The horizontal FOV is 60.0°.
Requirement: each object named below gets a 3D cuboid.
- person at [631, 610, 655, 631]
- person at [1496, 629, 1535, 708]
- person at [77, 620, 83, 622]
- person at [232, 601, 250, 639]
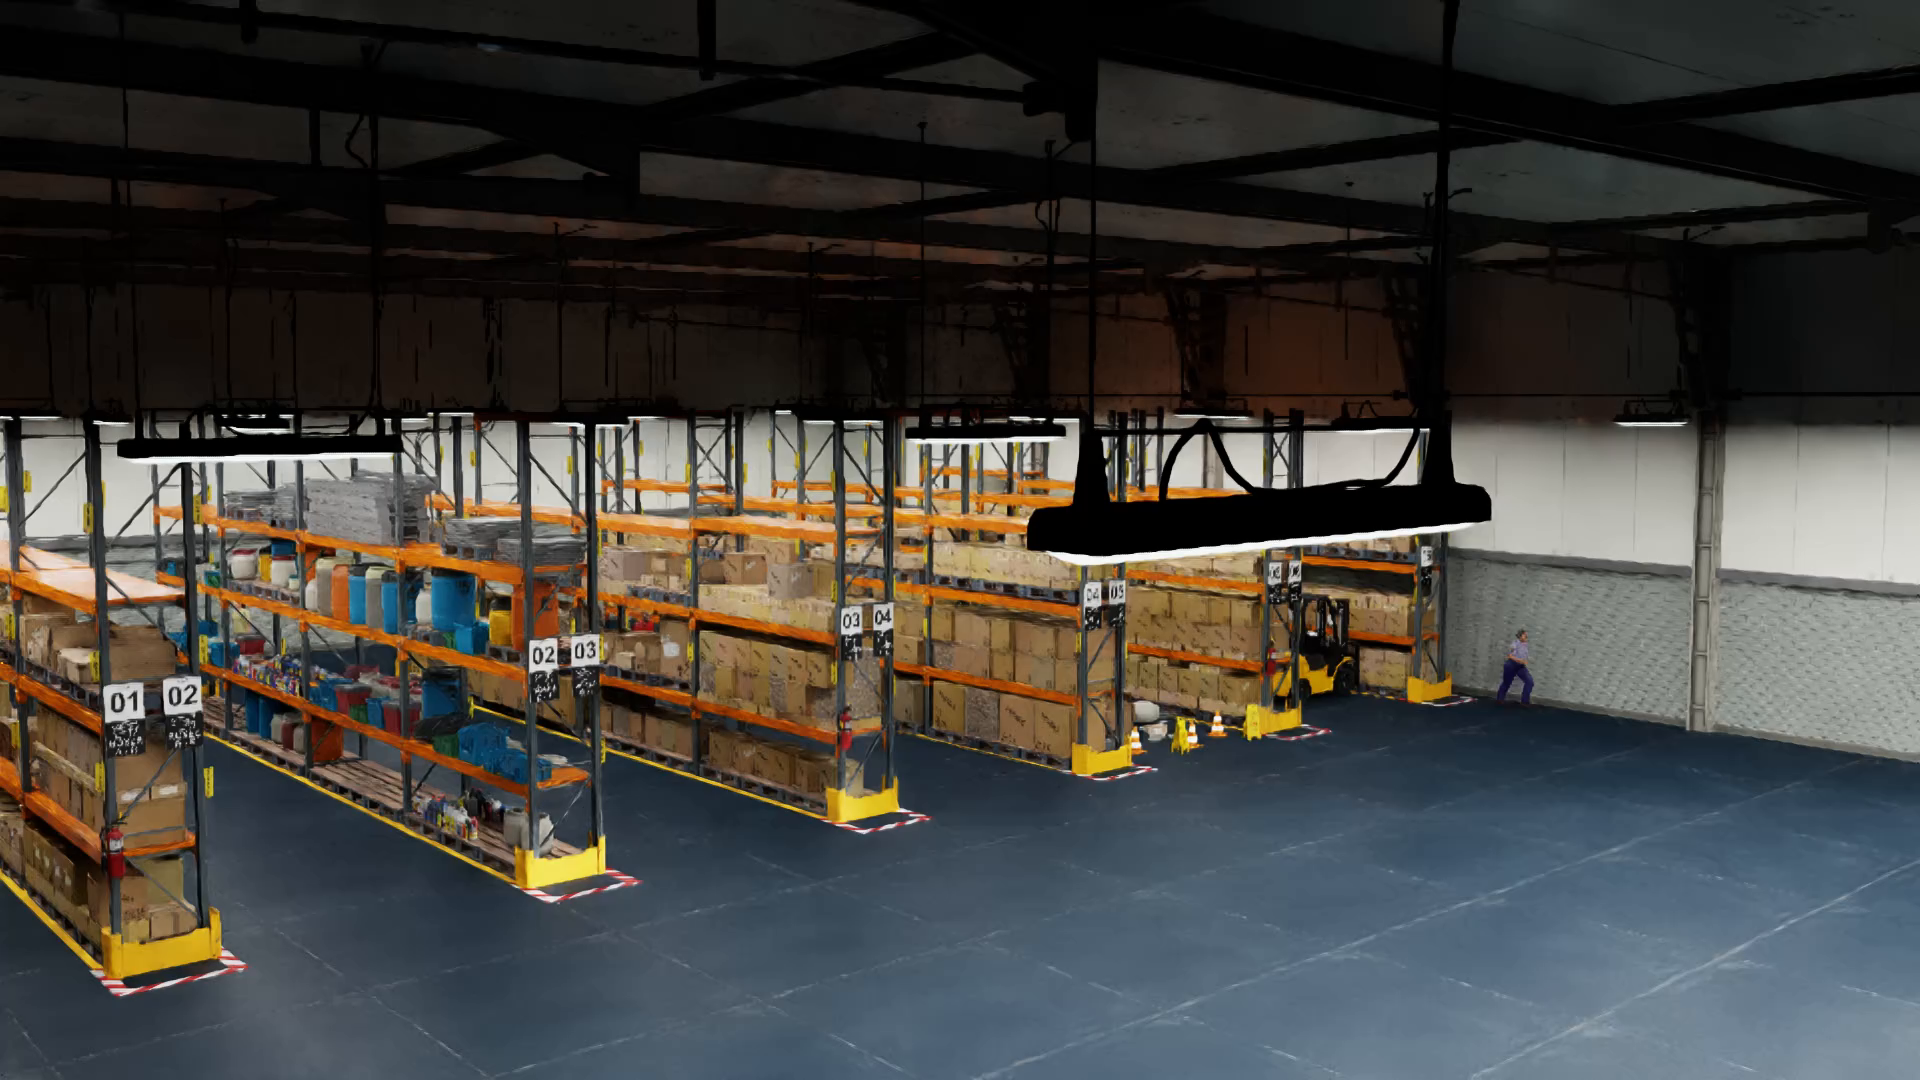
[{"bbox_3d":[-6.876,2.330,36.158,0.681,1.663,0.861,-4,6,-36],"label":"person"},{"bbox_3d":[11.296,2.583,33.735,0.635,1.588,0.800,-3,6,-35],"label":"person"},{"bbox_3d":[-17.791,2.503,33.599,0.504,1.766,0.568,-1,5,-6],"label":"person"},{"bbox_3d":[-16.515,2.131,38.384,0.486,1.666,0.655,1,5,8],"label":"person"}]
